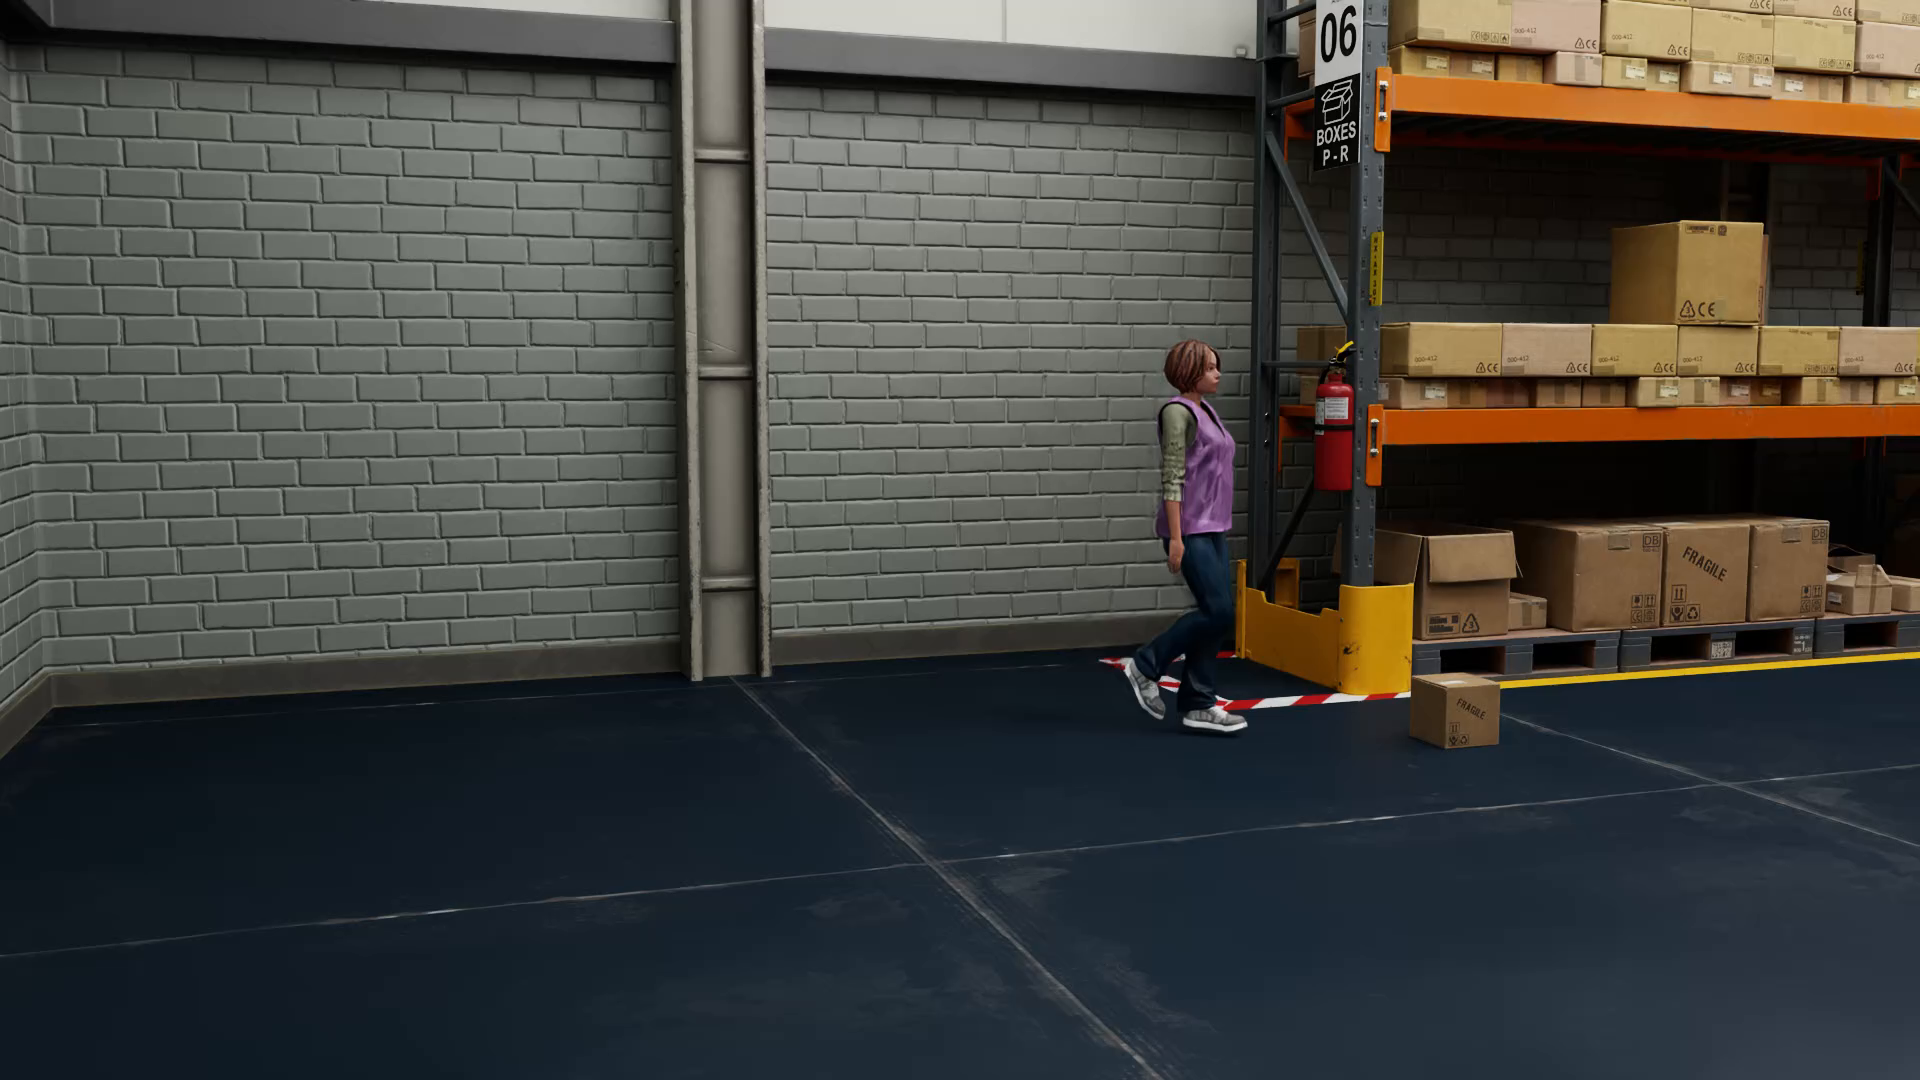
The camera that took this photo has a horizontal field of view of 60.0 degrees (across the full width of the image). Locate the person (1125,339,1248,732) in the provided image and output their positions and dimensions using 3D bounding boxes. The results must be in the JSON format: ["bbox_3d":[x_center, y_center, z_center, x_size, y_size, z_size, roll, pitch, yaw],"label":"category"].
[{"bbox_3d":[0.938,-0.016,6.755,0.497,1.580,0.452,3,7,27],"label":"person"}]
